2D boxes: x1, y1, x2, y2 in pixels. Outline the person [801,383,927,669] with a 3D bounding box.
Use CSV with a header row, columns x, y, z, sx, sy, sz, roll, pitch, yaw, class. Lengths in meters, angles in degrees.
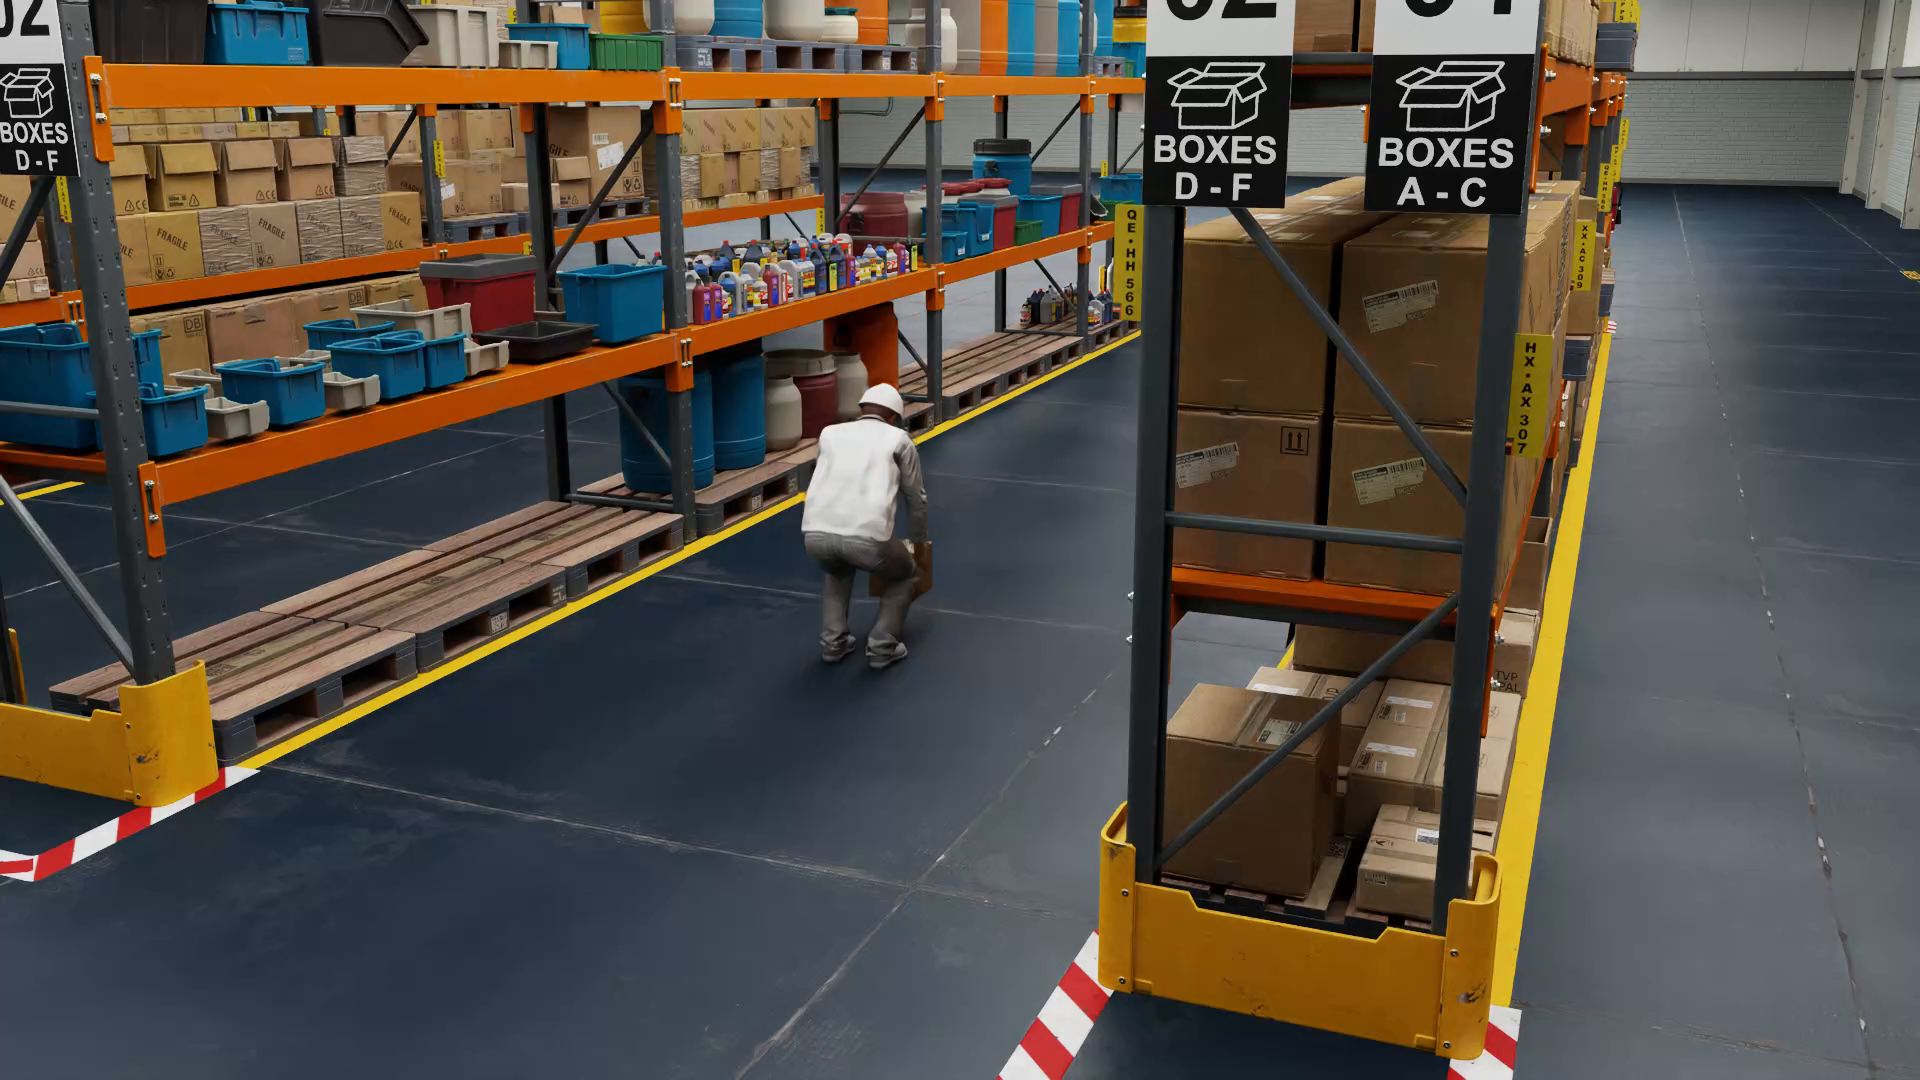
x,y,z,sx,sy,sz,roll,pitch,yaw,class
-0.483,-0.074,8.138,0.586,1.304,0.805,6,16,21,person
